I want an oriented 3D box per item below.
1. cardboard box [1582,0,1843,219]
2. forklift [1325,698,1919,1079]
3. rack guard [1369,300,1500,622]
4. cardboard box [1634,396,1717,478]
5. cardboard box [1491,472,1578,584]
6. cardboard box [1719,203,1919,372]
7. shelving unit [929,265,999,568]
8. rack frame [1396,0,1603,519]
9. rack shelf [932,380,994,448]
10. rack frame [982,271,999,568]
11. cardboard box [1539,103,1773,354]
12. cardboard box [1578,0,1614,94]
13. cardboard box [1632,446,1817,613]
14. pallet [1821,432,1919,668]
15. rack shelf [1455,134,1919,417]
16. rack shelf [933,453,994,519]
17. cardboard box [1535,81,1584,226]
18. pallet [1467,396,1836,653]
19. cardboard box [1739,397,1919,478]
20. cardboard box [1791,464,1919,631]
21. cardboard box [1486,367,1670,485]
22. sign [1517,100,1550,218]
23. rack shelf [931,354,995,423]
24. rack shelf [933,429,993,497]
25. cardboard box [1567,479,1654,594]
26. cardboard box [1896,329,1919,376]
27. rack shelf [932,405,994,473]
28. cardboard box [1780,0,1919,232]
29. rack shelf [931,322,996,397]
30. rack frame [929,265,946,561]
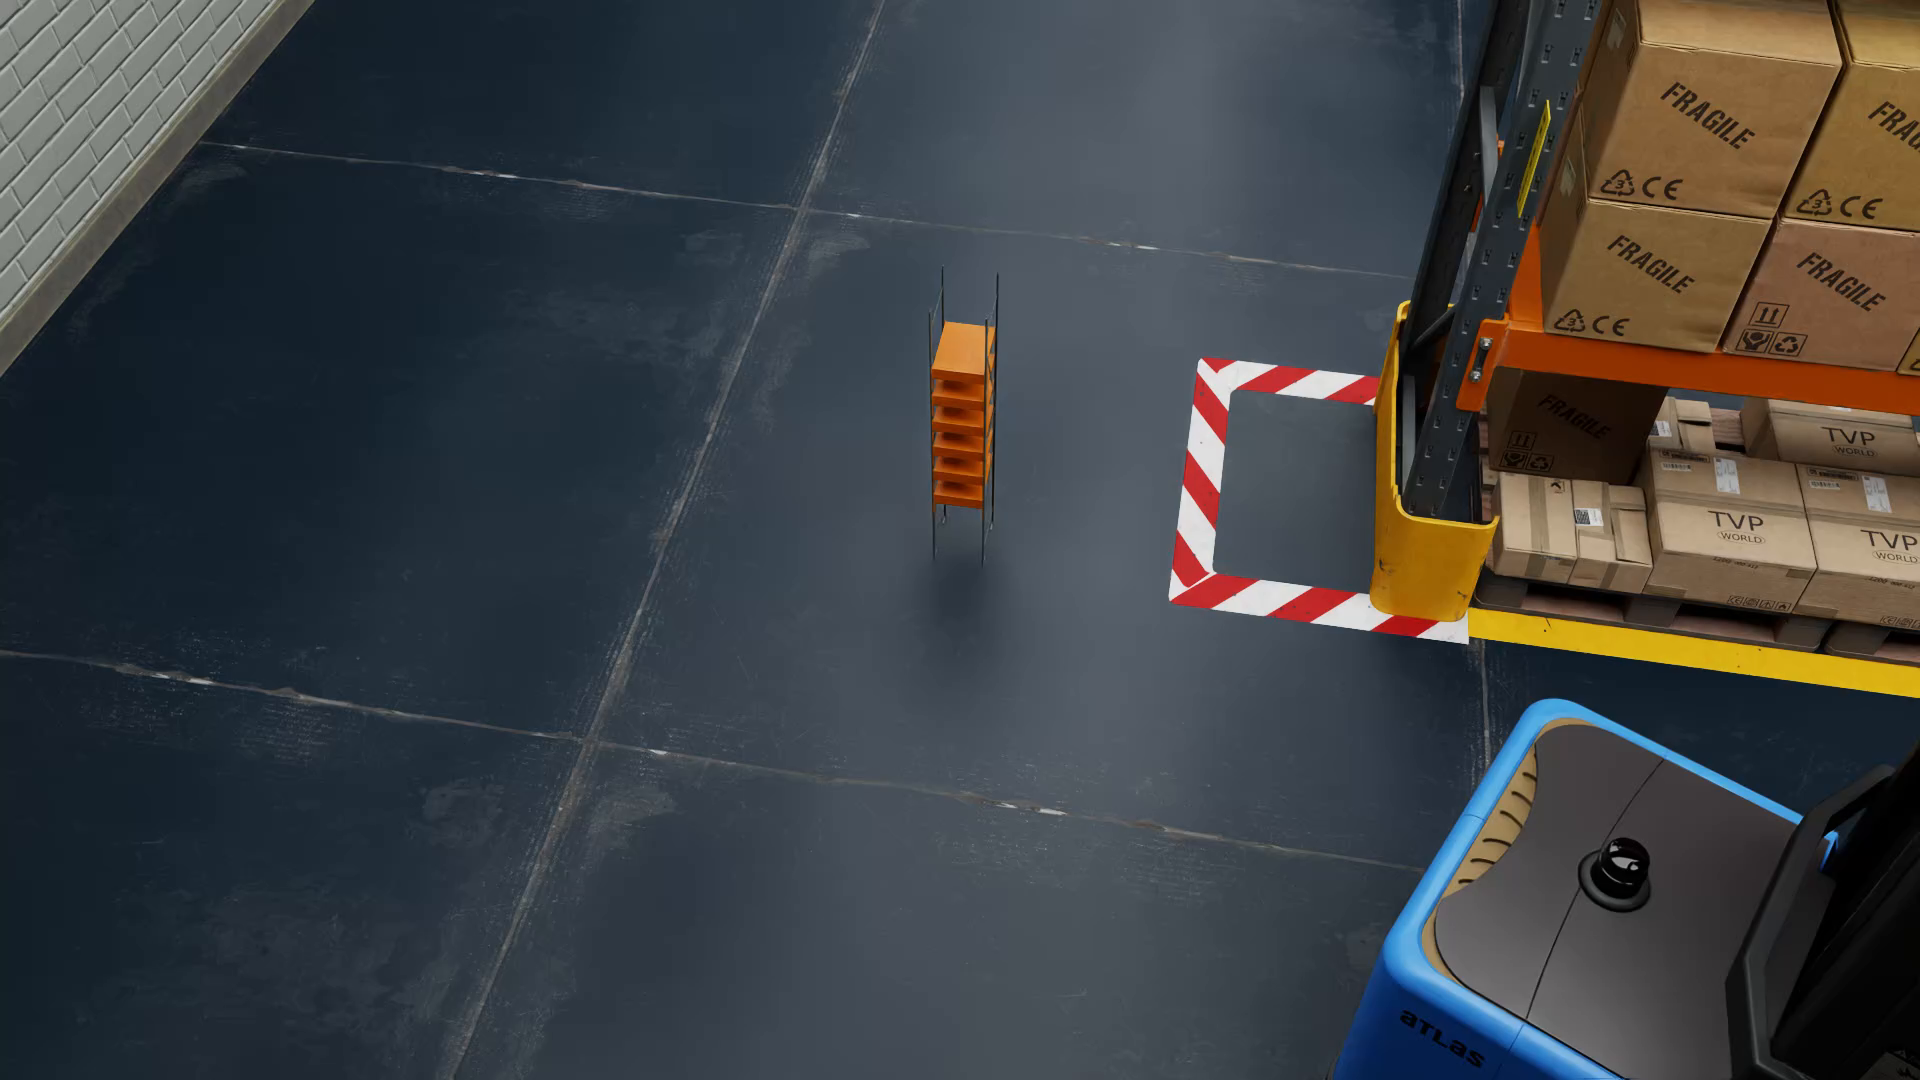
[{"bbox_3d":[2.070,-1.275,4.640,0.500,0.500,0.500,9,49,8],"label":"cardboard box"},{"bbox_3d":[2.485,1.072,3.316,3.031,2.935,1.130,28,54,23],"label":"forklift"},{"bbox_3d":[1.755,-0.314,6.196,0.348,0.500,1.175,8,49,7],"label":"rack guard"},{"bbox_3d":[2.642,-0.348,6.155,0.250,0.166,0.380,8,49,7],"label":"cardboard box"},{"bbox_3d":[2.032,-0.047,5.896,0.250,0.149,0.380,8,49,7],"label":"cardboard box"},{"bbox_3d":[2.579,-0.877,4.954,0.500,0.500,0.500,7,48,6],"label":"cardboard box"},{"bbox_3d":[0.014,-0.399,5.802,0.189,1.200,0.258,8,49,7],"label":"shelving unit"},{"bbox_3d":[1.681,-1.159,5.275,0.127,3.000,1.000,8,49,7],"label":"rack frame"},{"bbox_3d":[0.014,-0.450,5.746,0.180,0.103,0.258,8,49,7],"label":"rack shelf"},{"bbox_3d":[0.104,-0.387,5.791,0.006,1.200,0.240,8,49,7],"label":"rack frame"},{"bbox_3d":[2.070,-0.941,5.012,0.500,0.500,0.500,9,49,8],"label":"cardboard box"},{"bbox_3d":[2.168,-1.669,4.994,0.500,0.500,0.500,7,48,6],"label":"cardboard box"},{"bbox_3d":[2.657,-0.042,5.824,0.500,0.250,0.500,8,49,7],"label":"cardboard box"},{"bbox_3d":[3.737,0.051,6.063,1.213,0.211,1.003,8,49,7],"label":"pallet"},{"bbox_3d":[3.649,-0.654,5.305,4.000,0.370,1.077,8,49,7],"label":"rack shelf"},{"bbox_3d":[0.014,-0.209,6.014,0.180,0.103,0.258,8,49,7],"label":"rack shelf"},{"bbox_3d":[2.170,-1.333,5.364,0.500,0.500,0.500,9,49,8],"label":"cardboard box"},{"bbox_3d":[2.540,-0.112,6.209,1.213,0.211,1.003,8,49,7],"label":"pallet"},{"bbox_3d":[3.189,-0.348,6.099,0.500,0.250,0.500,8,49,7],"label":"cardboard box"},{"bbox_3d":[3.149,0.024,5.764,0.500,0.250,0.500,8,49,7],"label":"cardboard box"},{"bbox_3d":[2.260,-0.579,6.139,0.500,0.500,0.500,8,49,7],"label":"cardboard box"},{"bbox_3d":[1.584,-1.052,4.596,0.005,0.325,0.100,8,49,7],"label":"sign"},{"bbox_3d":[0.014,-0.530,5.657,0.180,0.103,0.258,8,49,7],"label":"rack shelf"},{"bbox_3d":[0.014,-0.289,5.924,0.180,0.103,0.258,8,49,7],"label":"rack shelf"},{"bbox_3d":[2.278,-0.019,5.860,0.250,0.166,0.380,8,49,7],"label":"cardboard box"},{"bbox_3d":[3.072,-0.808,4.892,0.500,0.500,0.500,8,49,7],"label":"cardboard box"},{"bbox_3d":[0.014,-0.369,5.835,0.180,0.103,0.258,8,49,7],"label":"rack shelf"},{"bbox_3d":[2.586,-1.212,4.583,0.500,0.500,0.500,8,49,7],"label":"cardboard box"},{"bbox_3d":[0.014,-0.610,5.567,0.180,0.103,0.258,8,49,7],"label":"rack shelf"},{"bbox_3d":[-0.076,-0.411,5.813,0.006,1.200,0.240,8,49,7],"label":"rack frame"}]
